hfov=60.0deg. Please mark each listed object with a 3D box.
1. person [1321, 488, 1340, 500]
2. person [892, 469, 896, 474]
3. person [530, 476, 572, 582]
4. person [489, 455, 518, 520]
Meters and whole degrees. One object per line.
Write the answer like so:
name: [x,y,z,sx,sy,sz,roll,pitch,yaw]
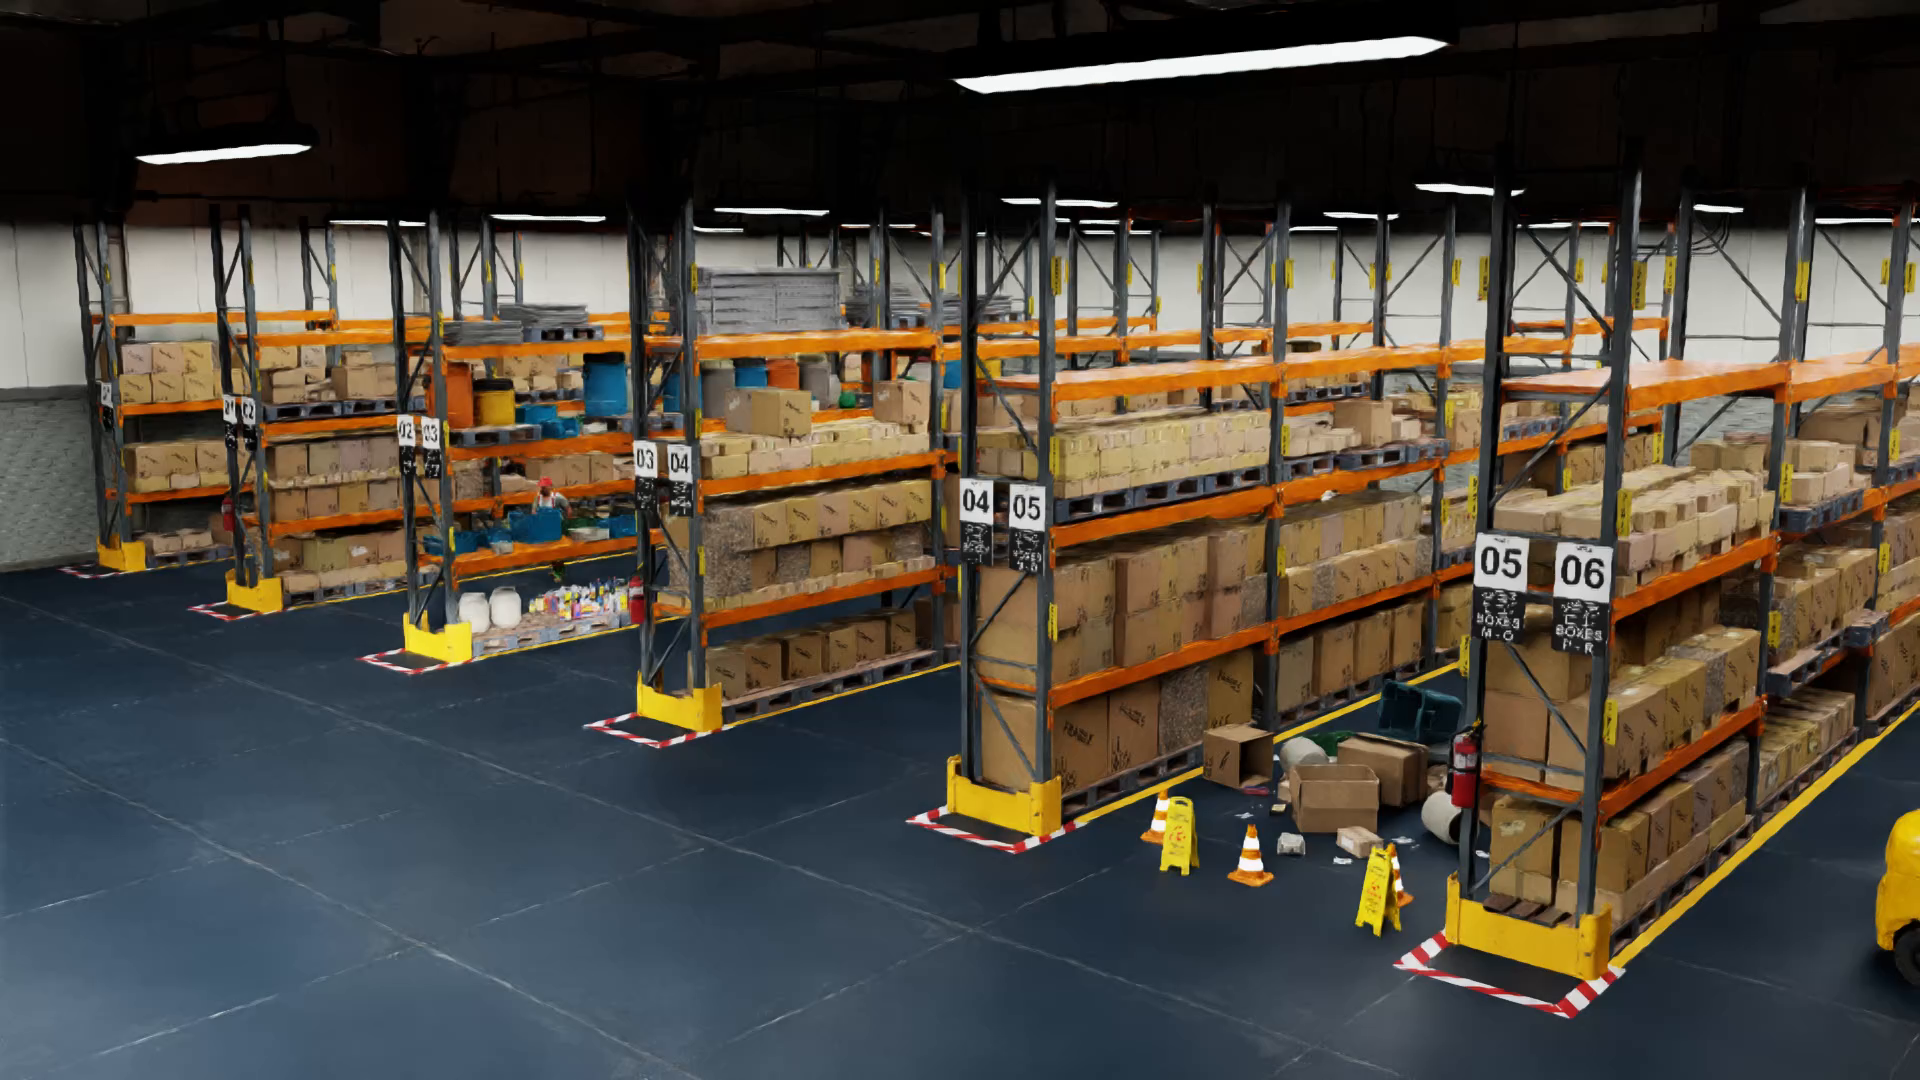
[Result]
person: [6.029,-0.184,26.943,0.420,1.762,0.654,5,11,28]
person: [-1.373,-0.919,32.164,0.566,1.541,0.519,8,12,38]
person: [-6.665,-0.204,27.235,0.684,1.715,0.844,4,10,24]
person: [-8.716,-0.957,31.721,0.580,1.715,1.104,6,11,32]
